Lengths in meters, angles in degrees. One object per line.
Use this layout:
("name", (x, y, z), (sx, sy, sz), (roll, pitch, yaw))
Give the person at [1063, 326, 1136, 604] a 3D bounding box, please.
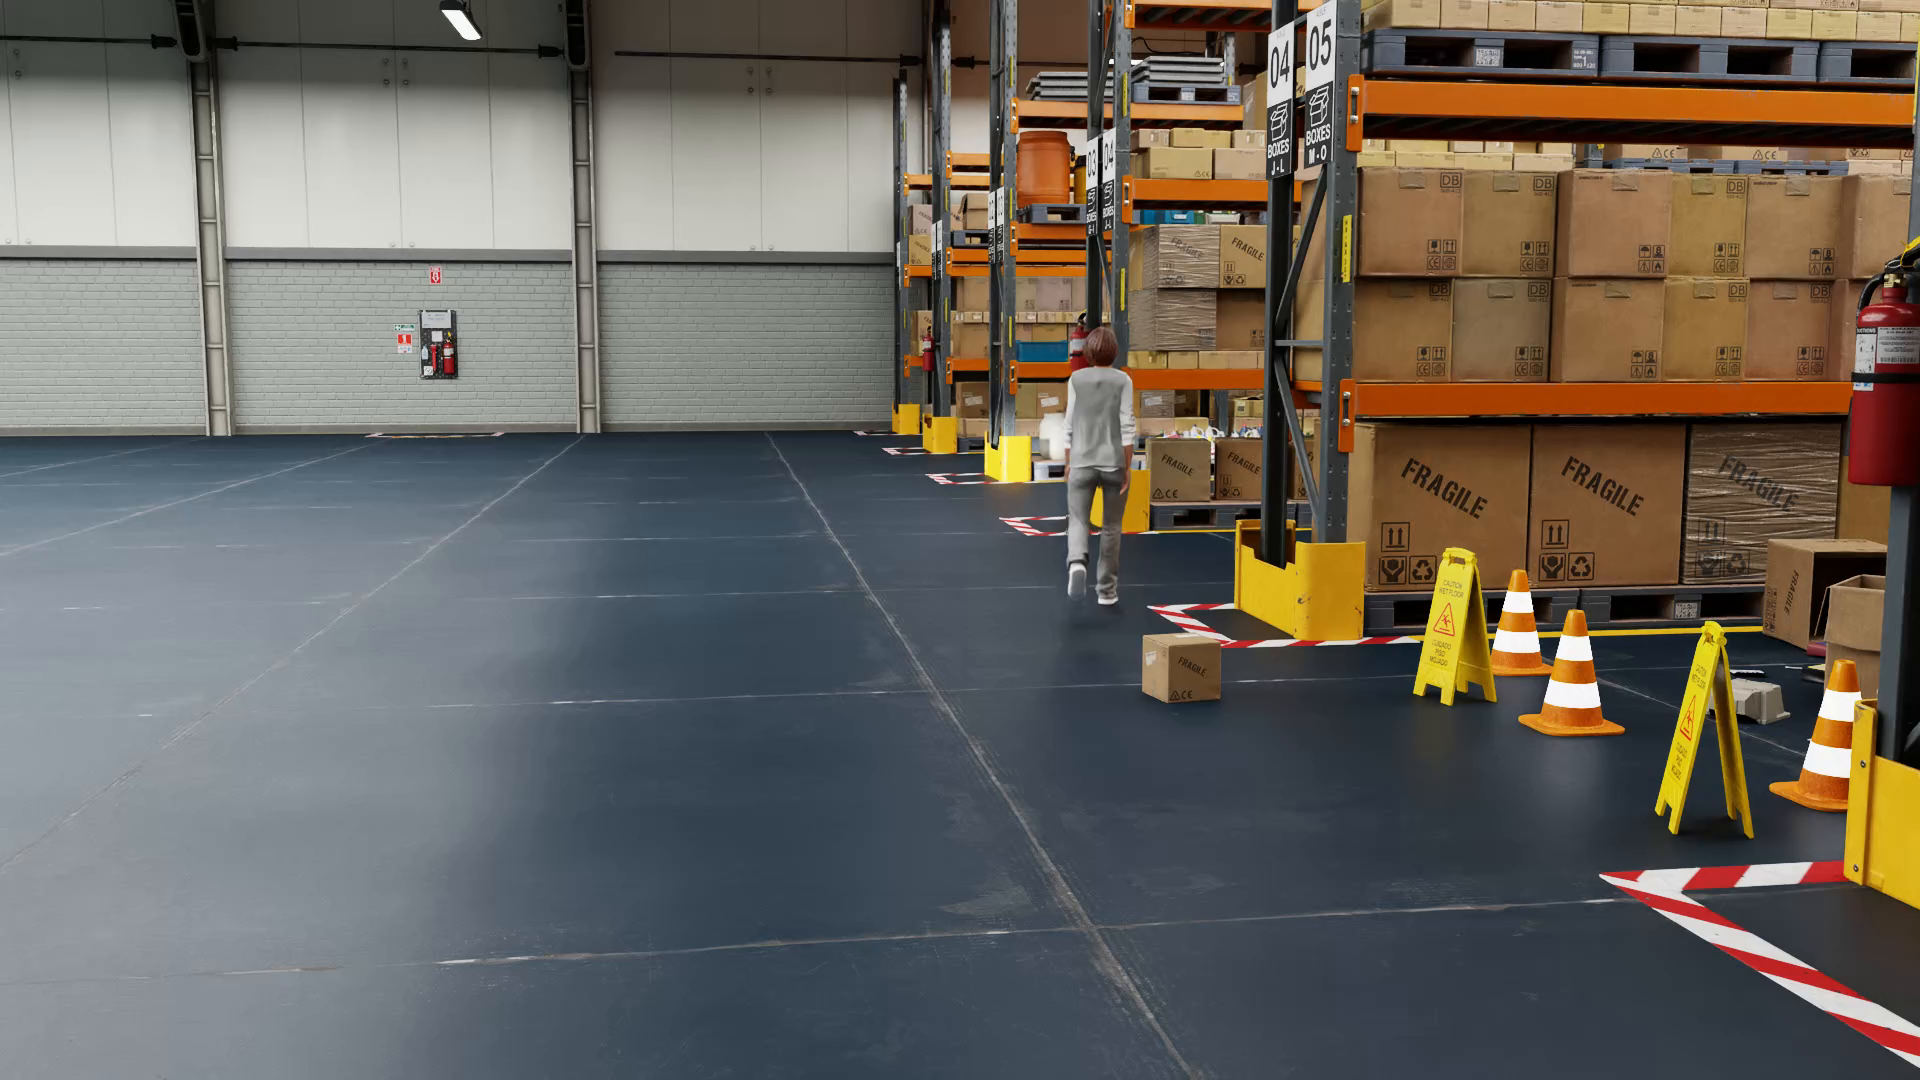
("person", (0.772, -0.382, 9.283), (0.413, 1.548, 0.723), (1, 7, 9))
